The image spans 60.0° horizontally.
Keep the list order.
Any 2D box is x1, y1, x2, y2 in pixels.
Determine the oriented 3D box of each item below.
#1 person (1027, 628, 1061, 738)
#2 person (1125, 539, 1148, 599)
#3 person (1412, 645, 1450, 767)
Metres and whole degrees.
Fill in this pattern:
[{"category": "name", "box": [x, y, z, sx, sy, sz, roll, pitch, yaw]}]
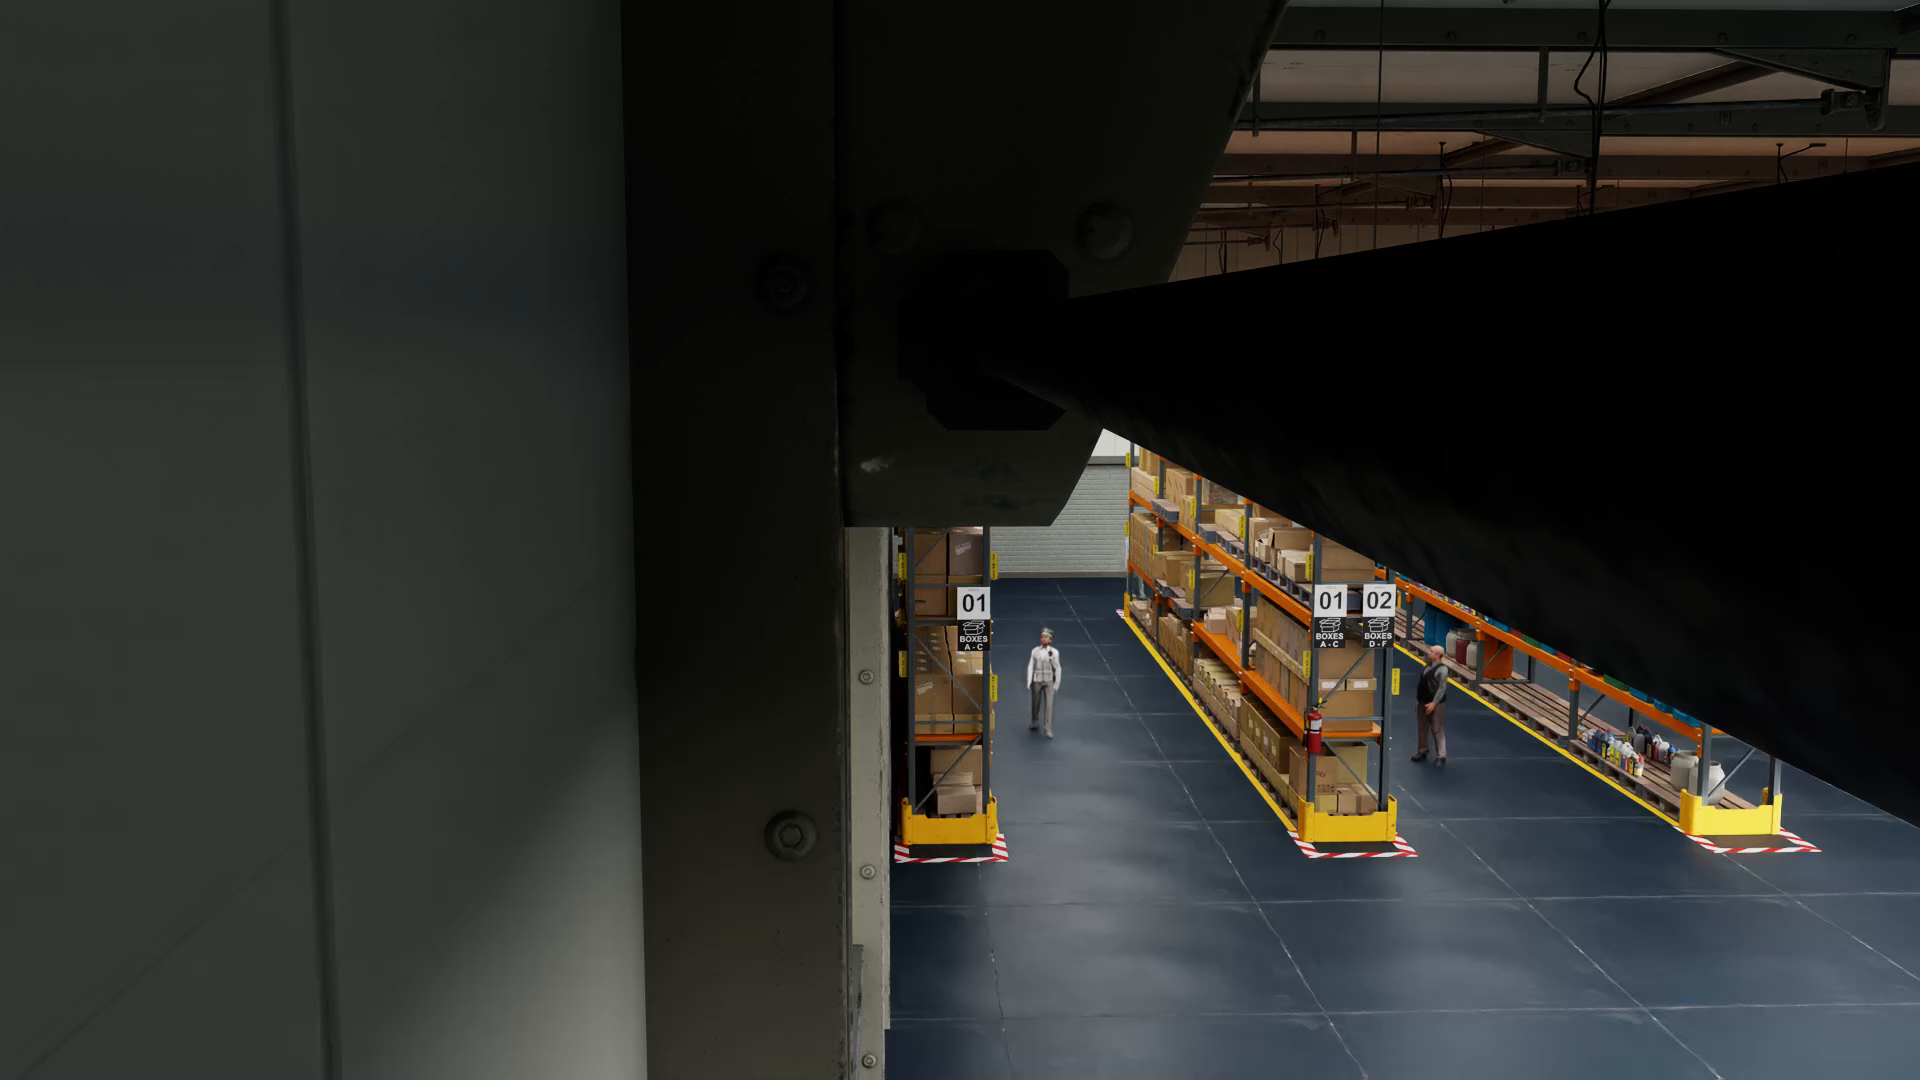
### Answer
[{"category": "person", "box": [1.304, 2.201, 25.890, 0.564, 1.632, 0.971, -1, 7, -5]}, {"category": "person", "box": [4.145, 0.537, 38.957, 0.495, 1.697, 0.526, -2, 8, -17]}, {"category": "person", "box": [6.854, 2.403, 24.195, 0.448, 1.755, 0.574, -5, 9, -32]}]
